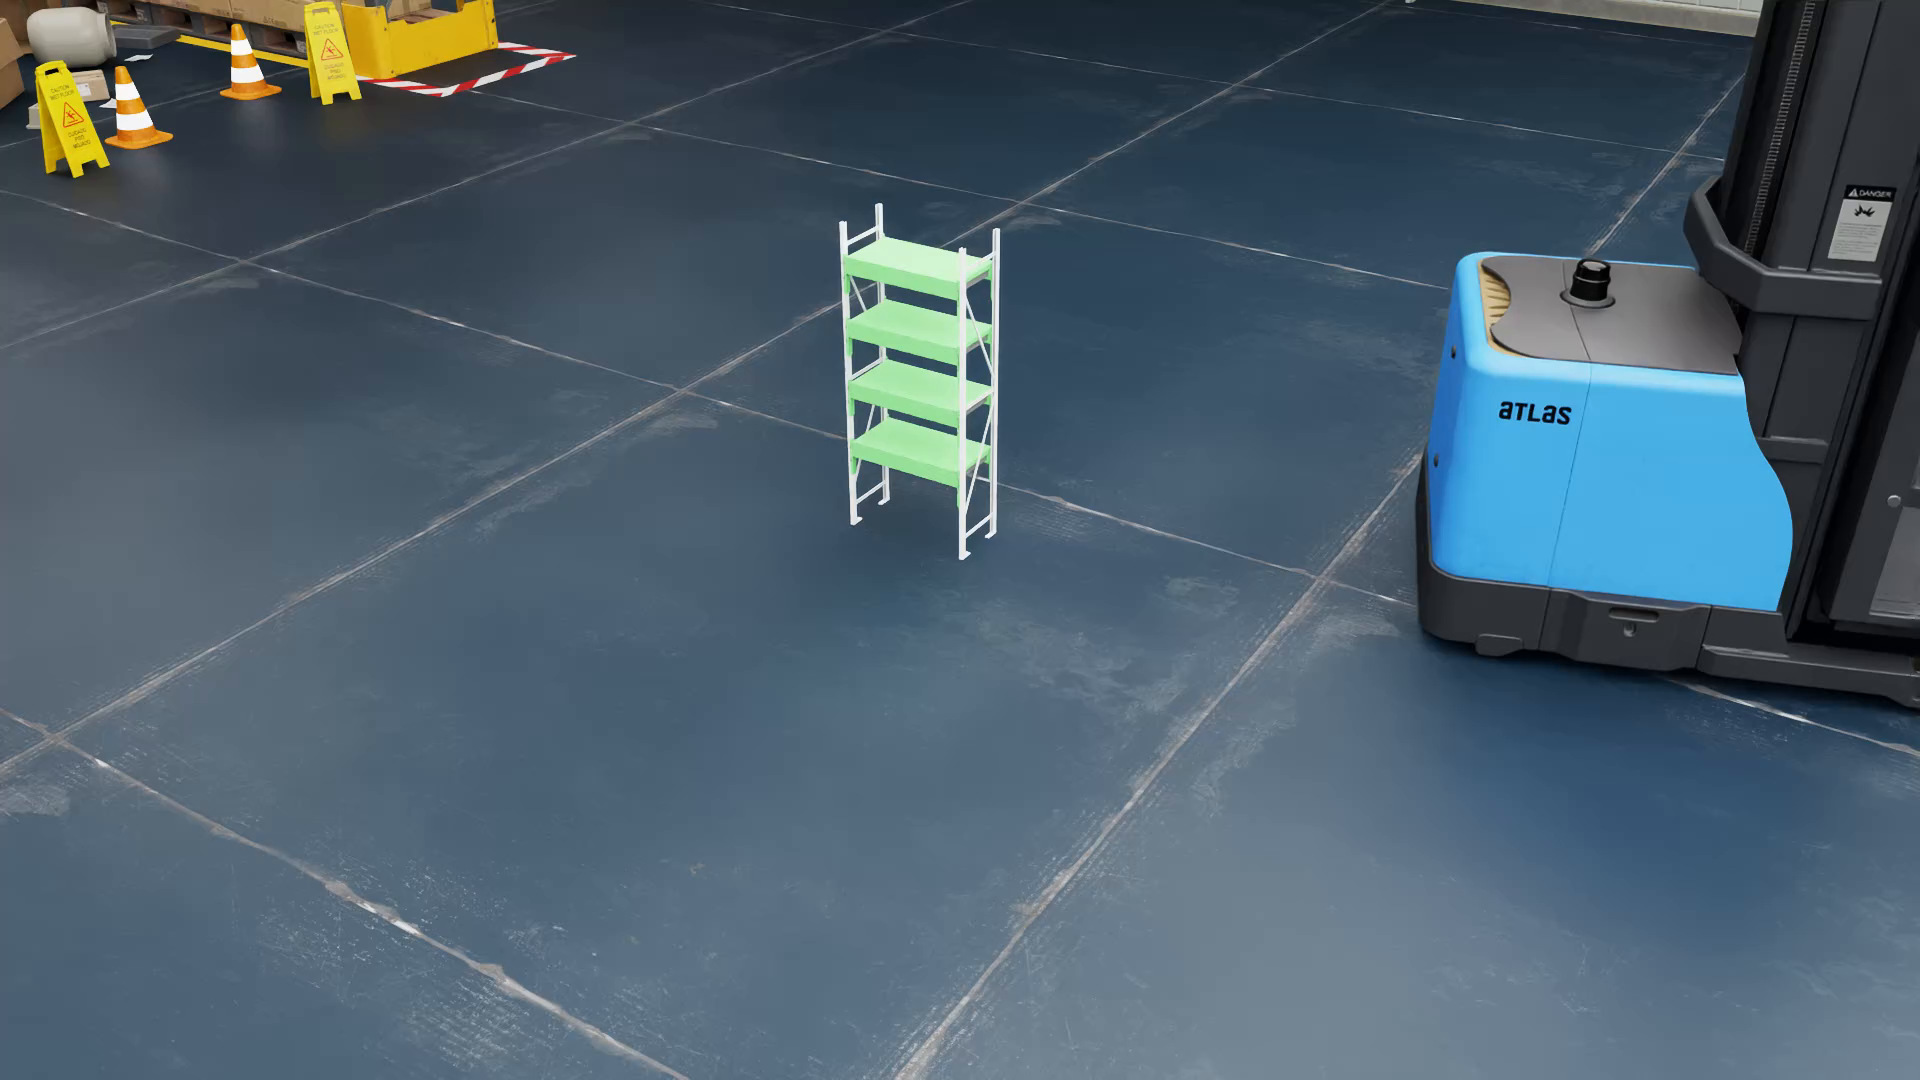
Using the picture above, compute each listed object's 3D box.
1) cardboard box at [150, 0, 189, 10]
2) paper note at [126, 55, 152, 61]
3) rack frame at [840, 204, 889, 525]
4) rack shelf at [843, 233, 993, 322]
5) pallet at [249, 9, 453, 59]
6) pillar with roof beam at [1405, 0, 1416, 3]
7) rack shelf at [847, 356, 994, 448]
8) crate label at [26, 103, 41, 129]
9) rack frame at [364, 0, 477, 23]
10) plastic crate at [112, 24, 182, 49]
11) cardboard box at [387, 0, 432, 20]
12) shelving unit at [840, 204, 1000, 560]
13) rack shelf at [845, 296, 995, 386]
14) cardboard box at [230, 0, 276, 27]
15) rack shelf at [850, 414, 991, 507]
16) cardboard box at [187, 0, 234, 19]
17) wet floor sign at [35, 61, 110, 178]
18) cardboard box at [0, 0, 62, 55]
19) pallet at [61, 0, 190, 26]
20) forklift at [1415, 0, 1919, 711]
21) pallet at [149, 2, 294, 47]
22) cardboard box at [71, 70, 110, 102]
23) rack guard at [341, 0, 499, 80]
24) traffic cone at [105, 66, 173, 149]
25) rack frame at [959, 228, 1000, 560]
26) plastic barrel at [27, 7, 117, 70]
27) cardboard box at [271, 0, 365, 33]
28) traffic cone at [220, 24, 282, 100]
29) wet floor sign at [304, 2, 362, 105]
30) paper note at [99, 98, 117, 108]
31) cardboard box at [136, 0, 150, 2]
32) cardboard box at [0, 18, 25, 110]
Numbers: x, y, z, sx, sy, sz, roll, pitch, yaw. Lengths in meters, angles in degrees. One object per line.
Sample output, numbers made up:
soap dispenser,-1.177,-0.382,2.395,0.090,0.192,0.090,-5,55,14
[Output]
cardboard box,-6.018,-4.366,13.068,0.500,0.250,0.500,17,34,27
paper note,-6.116,-3.598,12.387,0.148,0.019,0.142,6,31,10
rack frame,-0.347,-0.628,6.136,0.015,1.200,0.240,18,35,27
rack shelf,-0.140,-0.922,5.814,0.480,0.148,0.258,18,35,27
pallet,-4.629,-3.901,12.728,1.213,0.211,1.003,18,35,27
pillar with roof beam,1.423,-6.690,8.787,0.400,9.000,9.100,18,35,27
rack shelf,-0.140,-0.507,6.056,0.480,0.148,0.258,18,35,27
crate label,-5.946,-2.800,10.914,0.298,0.136,0.250,1,30,2
rack frame,-3.895,-4.853,11.592,0.127,3.000,1.000,18,35,27
plastic crate,-6.389,-3.893,12.843,0.583,0.080,0.402,6,31,10
cardboard box,-4.431,-4.181,12.751,0.500,0.250,0.500,17,34,27
shelving unit,-0.140,-0.563,6.024,0.503,1.200,0.258,18,35,27
rack shelf,-0.140,-0.715,5.935,0.480,0.148,0.258,18,35,27
cardboard box,-5.157,-4.090,12.597,0.500,0.250,0.500,18,35,28
rack shelf,-0.140,-0.300,6.177,0.480,0.148,0.258,18,35,27
cardboard box,-5.603,-4.228,12.833,0.500,0.250,0.500,16,34,26
wet floor sign,-5.364,-2.533,9.952,0.232,0.644,0.267,12,32,19
cardboard box,-7.099,-3.978,12.570,0.500,0.500,0.500,-9,32,-15
pallet,-6.695,-4.555,13.848,1.213,0.211,1.003,18,35,27
forklift,3.127,-0.973,5.010,3.031,2.935,1.130,6,31,11
pallet,-5.658,-4.229,13.289,1.213,0.211,1.003,18,35,27
cardboard box,-6.078,-3.110,11.434,0.380,0.149,0.250,-15,33,-24
rack guard,-3.959,-3.793,12.256,0.348,0.500,1.175,18,35,27
traffic cone,-5.247,-2.757,10.516,0.334,0.463,0.336,18,35,27
rack frame,0.066,-0.497,5.912,0.015,1.200,0.240,18,35,27
plastic barrel,-6.449,-3.647,12.082,0.512,0.421,0.421,-9,32,-15
cardboard box,-4.743,-3.955,12.364,0.500,0.250,0.500,17,34,27
traffic cone,-4.945,-3.322,11.485,0.334,0.463,0.336,18,35,27
wet floor sign,-4.303,-3.328,11.315,0.267,0.644,0.232,-21,36,-32
paper note,-5.754,-2.974,11.318,0.142,0.019,0.148,6,31,10
cardboard box,-6.468,-4.507,13.310,0.500,0.250,0.500,20,36,30
cardboard box,-6.729,-3.165,11.175,0.637,0.503,0.797,-4,30,-7
